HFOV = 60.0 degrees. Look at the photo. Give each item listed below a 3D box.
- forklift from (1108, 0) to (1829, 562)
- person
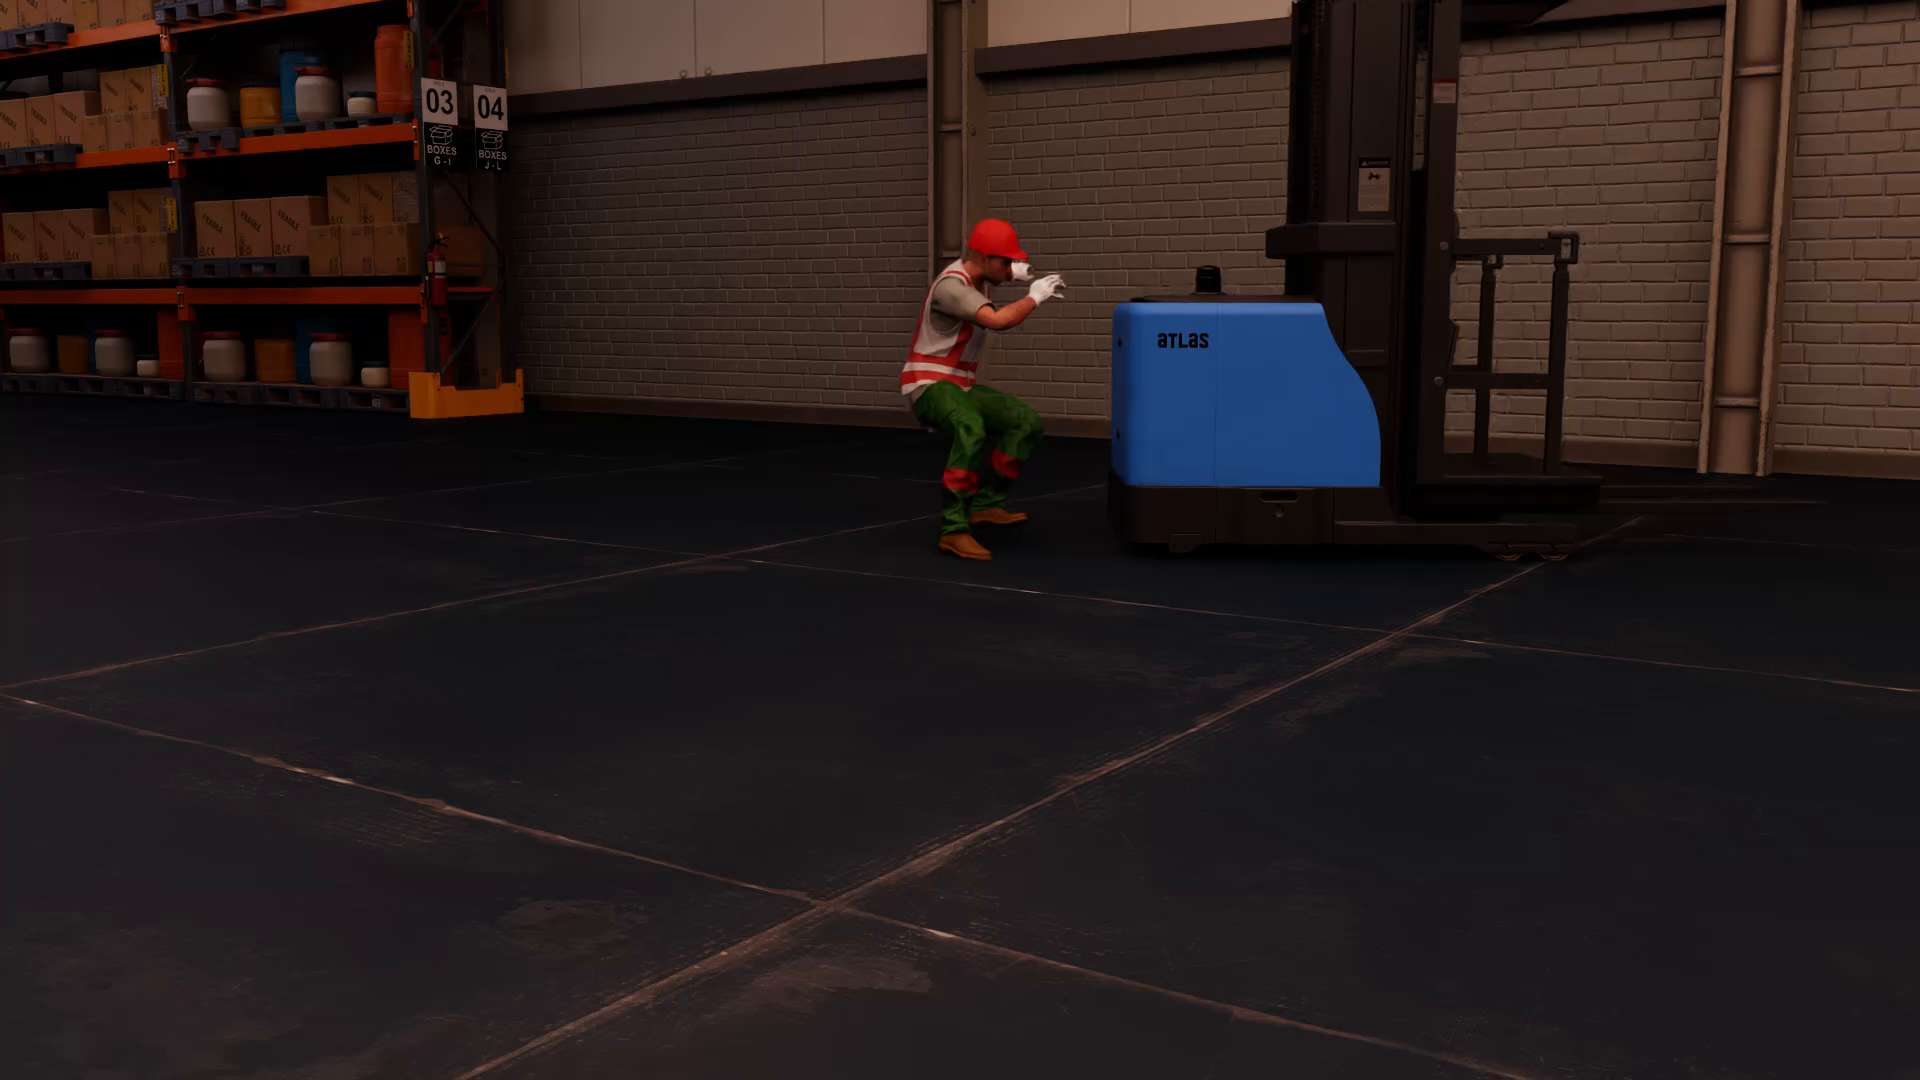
[{"bbox_3d":[2.214,-1.436,7.294,3.031,2.935,1.130,0,8,1],"label":"forklift"},{"bbox_3d":[0.159,-0.732,7.653,0.756,1.455,1.489,3,9,23],"label":"person"}]
